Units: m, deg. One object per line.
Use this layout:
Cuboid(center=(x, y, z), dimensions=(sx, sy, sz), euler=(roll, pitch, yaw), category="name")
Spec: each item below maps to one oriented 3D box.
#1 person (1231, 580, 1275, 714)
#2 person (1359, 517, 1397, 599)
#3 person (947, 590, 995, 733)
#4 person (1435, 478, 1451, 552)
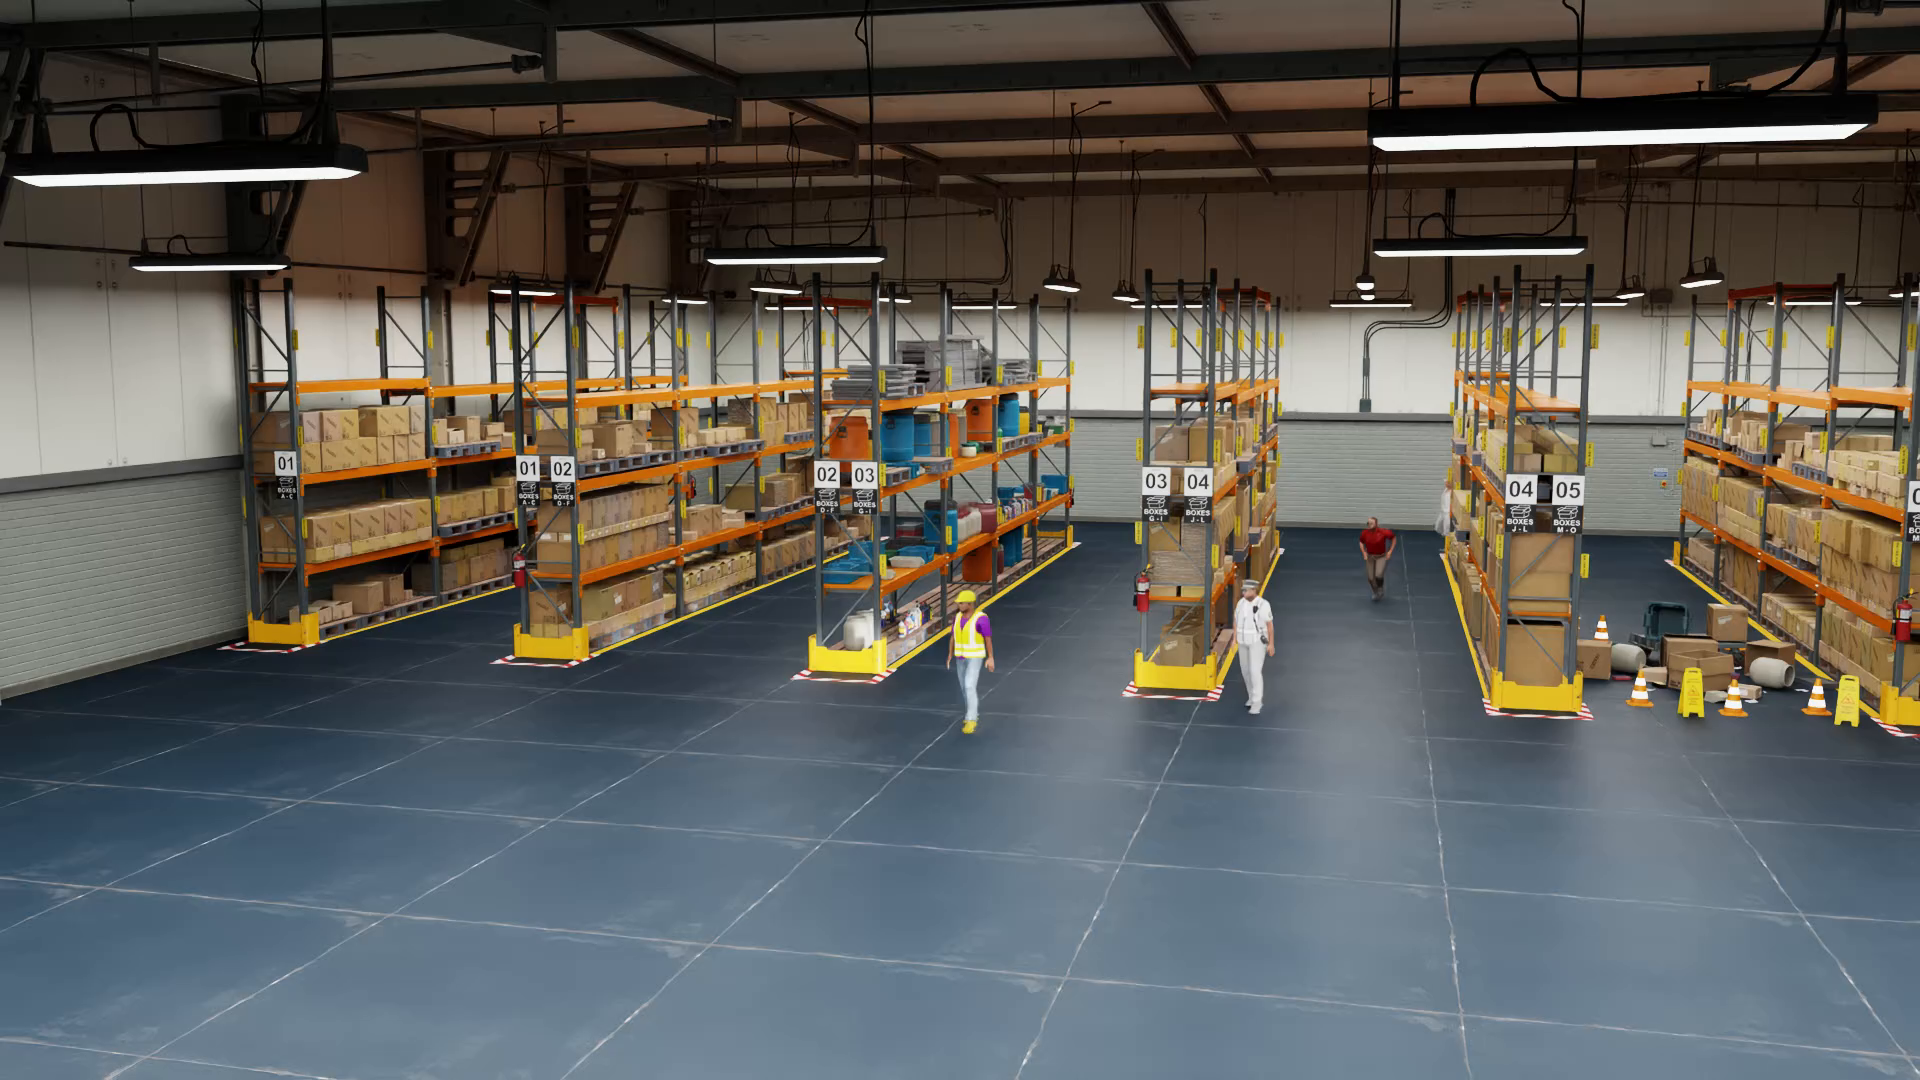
Cuboid(center=(3.947, 1.437, 22.691), dimensions=(0.609, 1.784, 0.638), euler=(-6, 9, -42), category="person")
Cuboid(center=(8.073, 0.352, 32.107), dimensions=(0.714, 1.633, 0.707), euler=(3, 8, 25), category="person")
Cuboid(center=(0.062, 1.546, 21.580), dimensions=(0.656, 1.762, 0.667), euler=(6, 9, 42), category="person")
Cuboid(center=(11.534, -0.623, 39.340), dimensions=(0.487, 1.784, 0.584), euler=(-1, 7, -7), category="person")
